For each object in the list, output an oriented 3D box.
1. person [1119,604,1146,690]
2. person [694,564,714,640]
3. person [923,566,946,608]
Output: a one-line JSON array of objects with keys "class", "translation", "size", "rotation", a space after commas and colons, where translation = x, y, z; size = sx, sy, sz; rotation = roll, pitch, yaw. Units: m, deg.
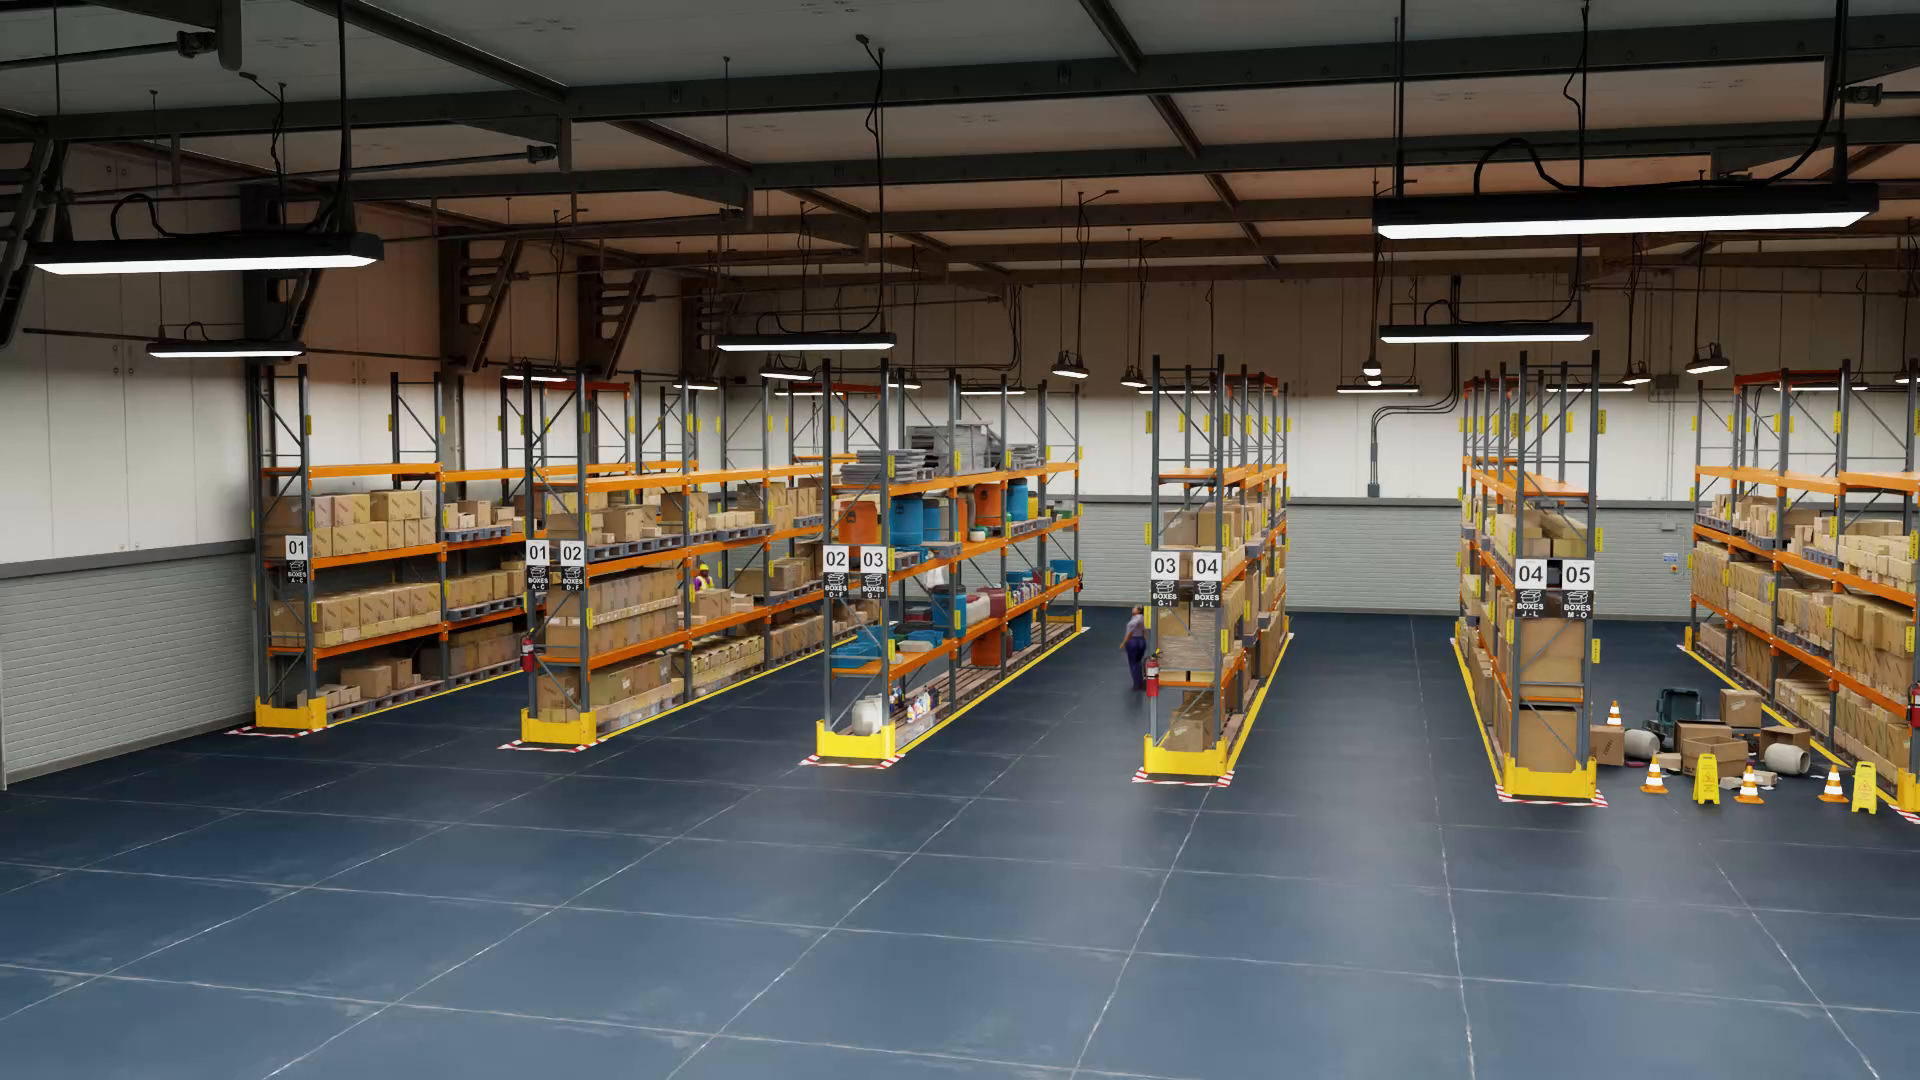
[{"class": "person", "translation": [3.291, 2.059, 31.431], "size": [0.550, 1.687, 0.520], "rotation": [-2, 4, -29]}, {"class": "person", "translation": [-5.917, 1.450, 38.763], "size": [0.473, 1.770, 0.597], "rotation": [2, 4, 23]}, {"class": "person", "translation": [-0.669, 1.197, 42.666], "size": [0.551, 1.731, 1.032], "rotation": [1, 4, 15]}]
